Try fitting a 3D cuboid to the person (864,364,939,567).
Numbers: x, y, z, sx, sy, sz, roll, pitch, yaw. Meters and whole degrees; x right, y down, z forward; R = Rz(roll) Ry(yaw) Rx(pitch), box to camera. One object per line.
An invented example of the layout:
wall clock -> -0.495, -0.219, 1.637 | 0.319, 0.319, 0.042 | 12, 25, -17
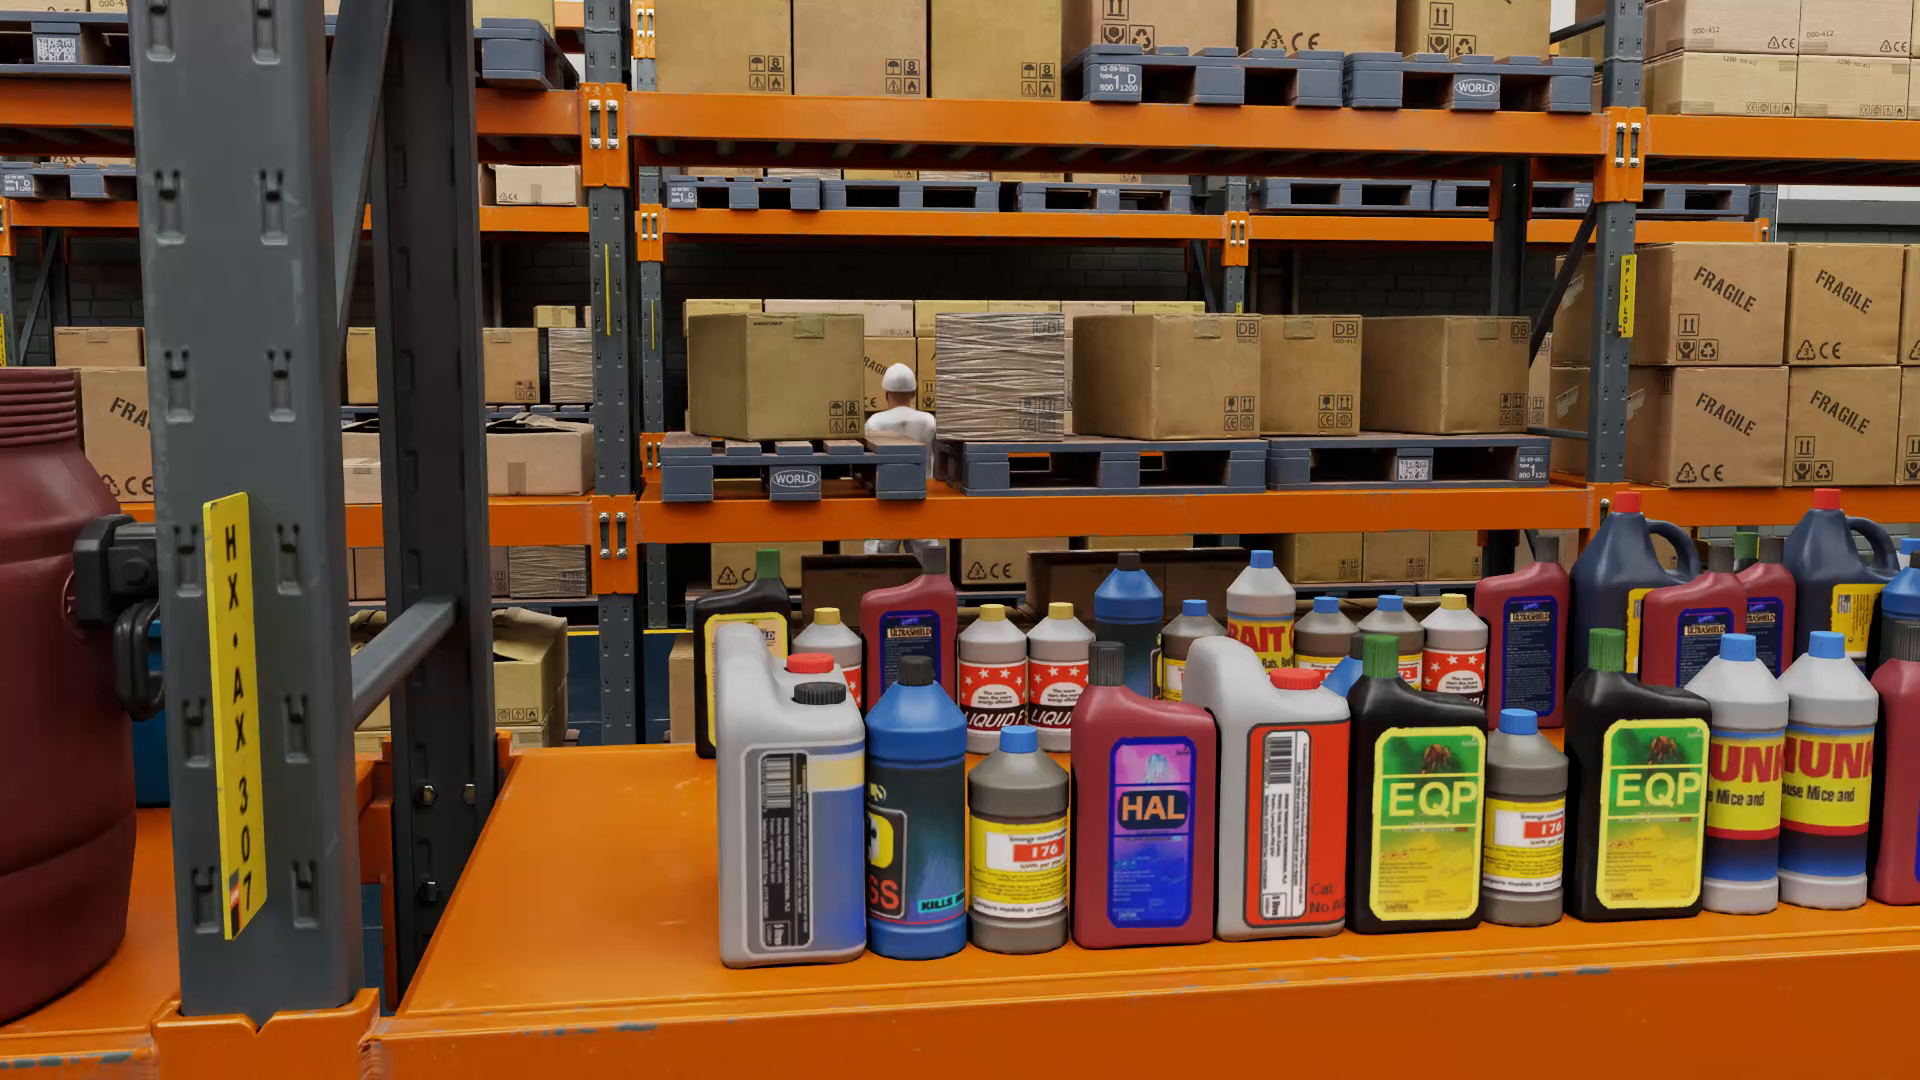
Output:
person -> -0.364, -0.149, 9.904 | 0.526, 1.794, 0.519 | -1, 6, -9
